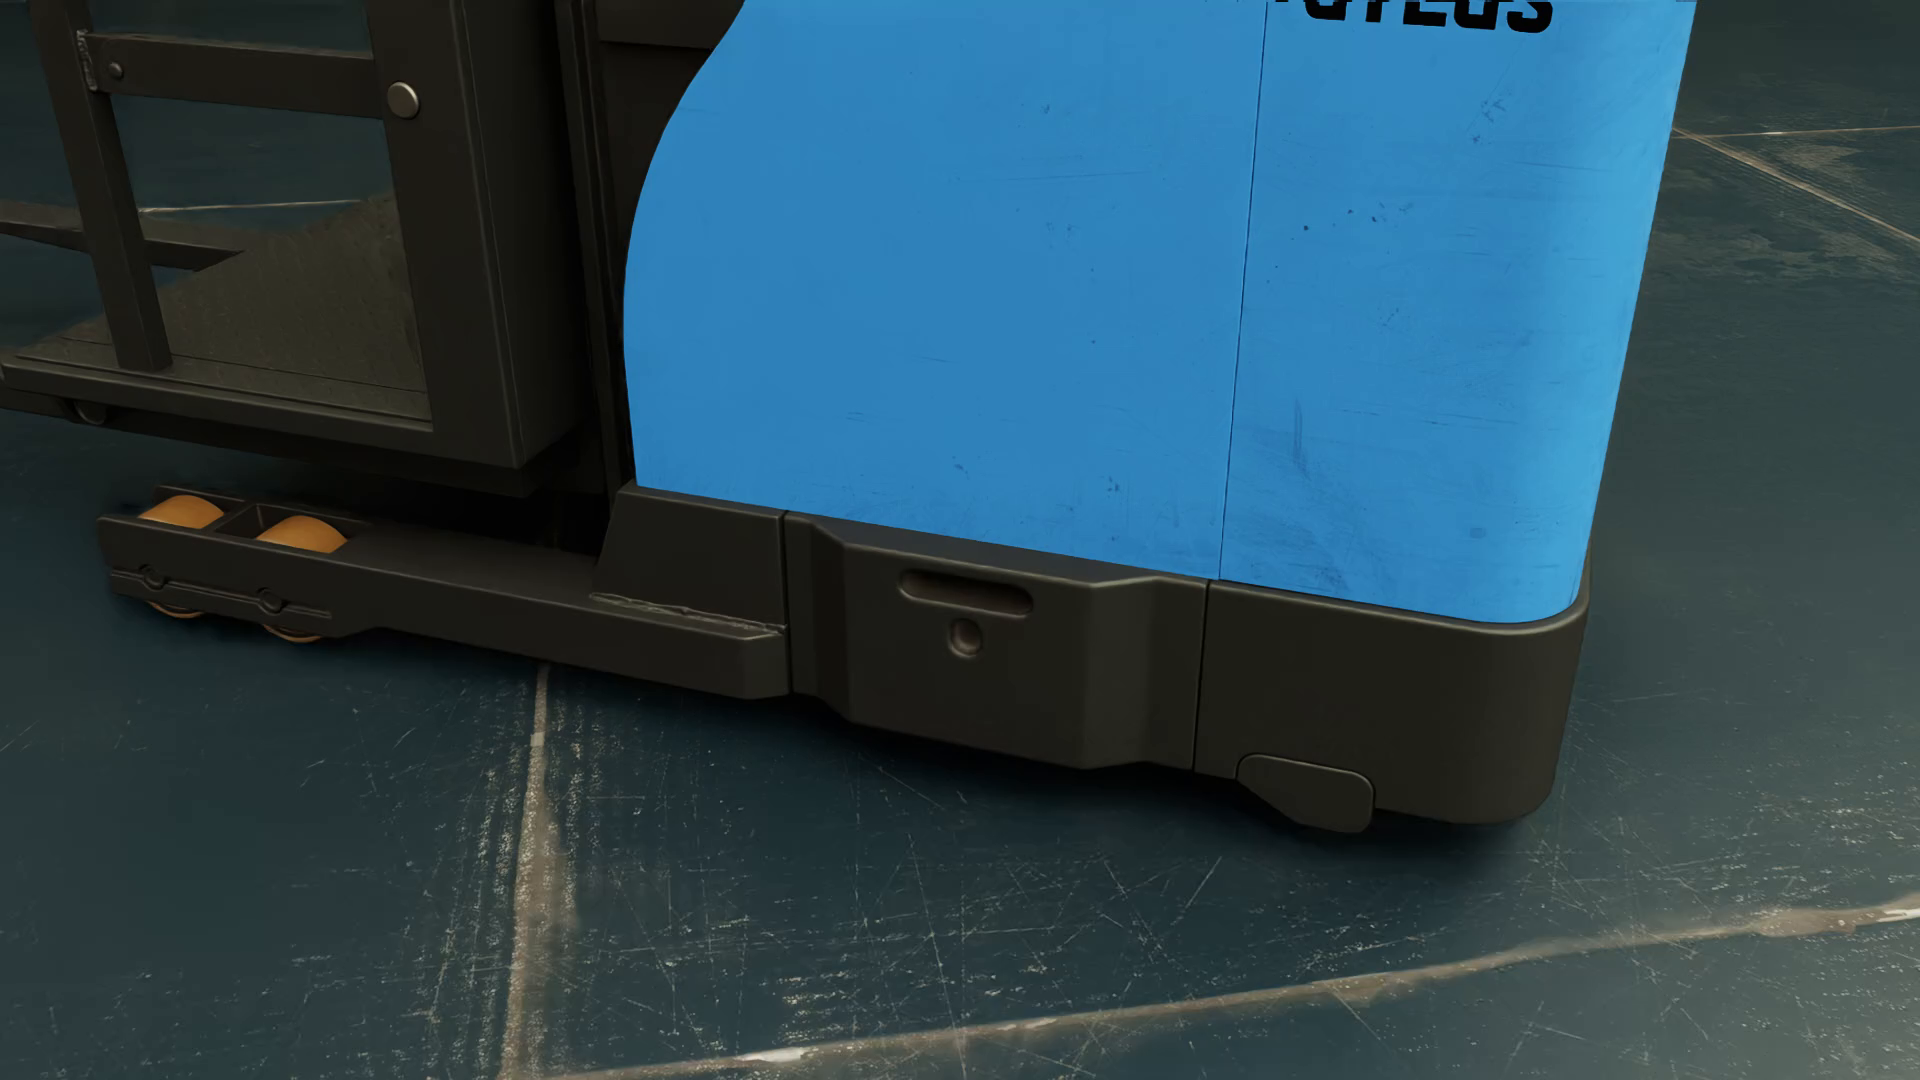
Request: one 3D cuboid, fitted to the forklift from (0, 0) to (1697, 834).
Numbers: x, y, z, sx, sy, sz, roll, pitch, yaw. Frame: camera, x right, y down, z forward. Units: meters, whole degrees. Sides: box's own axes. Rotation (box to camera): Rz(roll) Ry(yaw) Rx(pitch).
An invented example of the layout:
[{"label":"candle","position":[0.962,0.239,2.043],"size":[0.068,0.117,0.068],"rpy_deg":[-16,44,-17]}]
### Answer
[{"label":"forklift","position":[-0.640,-1.379,1.971],"size":[3.031,2.935,1.130],"rpy_deg":[9,29,17]}]
